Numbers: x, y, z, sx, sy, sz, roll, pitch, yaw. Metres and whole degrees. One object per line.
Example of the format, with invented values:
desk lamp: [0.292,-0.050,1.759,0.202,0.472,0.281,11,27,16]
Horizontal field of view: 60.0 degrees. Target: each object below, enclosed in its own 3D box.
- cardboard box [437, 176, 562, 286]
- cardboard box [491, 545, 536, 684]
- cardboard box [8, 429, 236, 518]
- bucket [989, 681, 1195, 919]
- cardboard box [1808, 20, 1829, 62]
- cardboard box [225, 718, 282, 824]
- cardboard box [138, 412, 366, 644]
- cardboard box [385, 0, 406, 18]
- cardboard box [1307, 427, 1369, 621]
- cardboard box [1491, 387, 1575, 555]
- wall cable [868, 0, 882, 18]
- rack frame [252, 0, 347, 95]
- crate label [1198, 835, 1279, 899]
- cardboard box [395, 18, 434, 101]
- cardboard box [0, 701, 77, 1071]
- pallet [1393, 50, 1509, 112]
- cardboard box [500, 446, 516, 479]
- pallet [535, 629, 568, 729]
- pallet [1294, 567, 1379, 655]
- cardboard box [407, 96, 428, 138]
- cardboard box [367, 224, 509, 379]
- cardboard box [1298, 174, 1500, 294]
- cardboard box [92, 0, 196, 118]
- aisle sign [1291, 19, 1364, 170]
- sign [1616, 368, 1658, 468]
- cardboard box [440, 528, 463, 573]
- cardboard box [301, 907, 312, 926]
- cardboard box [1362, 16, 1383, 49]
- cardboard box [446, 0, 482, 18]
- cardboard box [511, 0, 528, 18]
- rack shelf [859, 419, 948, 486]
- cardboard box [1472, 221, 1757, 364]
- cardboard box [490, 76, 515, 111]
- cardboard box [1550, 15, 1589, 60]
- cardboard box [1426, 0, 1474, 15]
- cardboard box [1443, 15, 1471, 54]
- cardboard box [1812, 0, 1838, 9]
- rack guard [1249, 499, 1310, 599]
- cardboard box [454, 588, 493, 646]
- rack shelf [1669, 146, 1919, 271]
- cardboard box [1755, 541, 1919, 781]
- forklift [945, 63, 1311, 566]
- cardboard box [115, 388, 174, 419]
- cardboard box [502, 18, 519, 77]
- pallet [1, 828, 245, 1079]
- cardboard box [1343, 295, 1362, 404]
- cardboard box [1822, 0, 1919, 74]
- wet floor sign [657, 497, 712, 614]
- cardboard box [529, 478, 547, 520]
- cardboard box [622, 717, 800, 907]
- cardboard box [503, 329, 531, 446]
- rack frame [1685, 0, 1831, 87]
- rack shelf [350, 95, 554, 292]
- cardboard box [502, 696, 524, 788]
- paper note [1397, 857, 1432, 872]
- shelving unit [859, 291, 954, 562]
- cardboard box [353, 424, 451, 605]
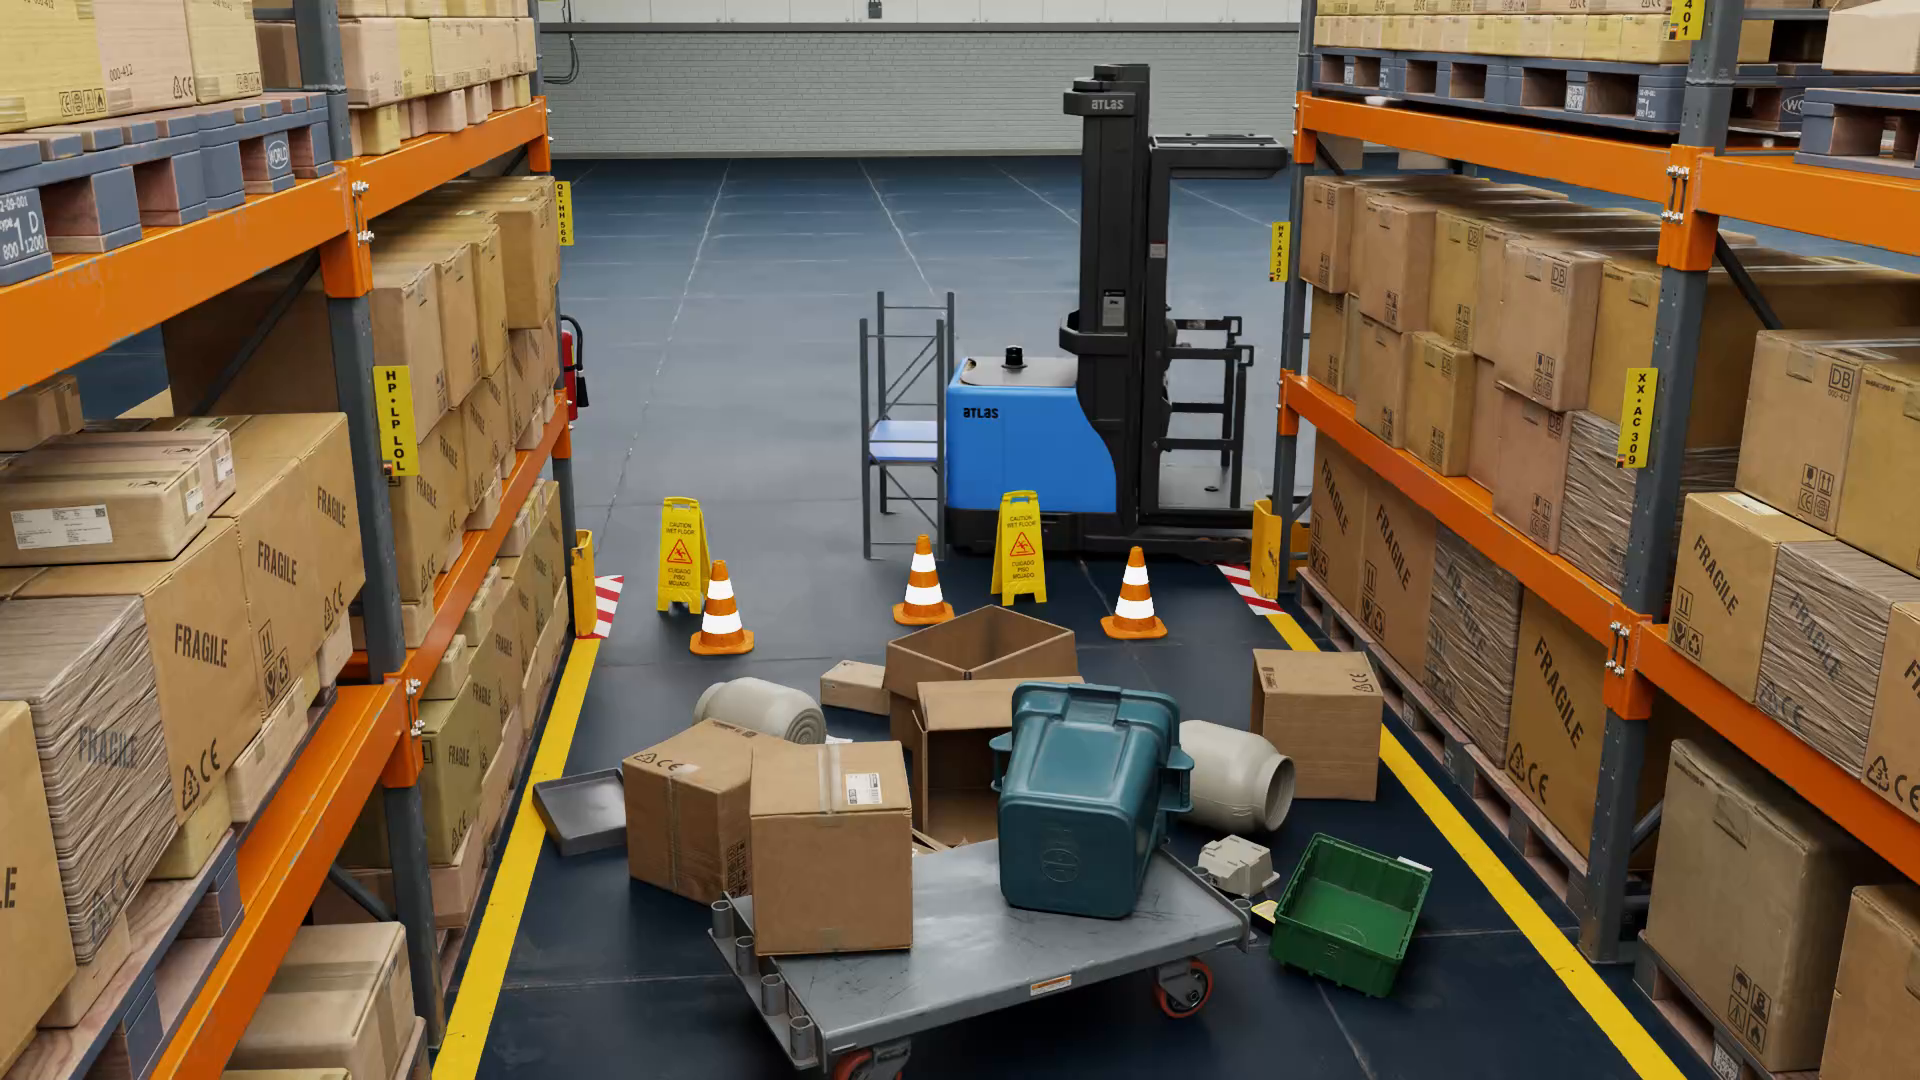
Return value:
cardboard box: [-2.332,-1.487,8.073,0.700,0.500,0.500,-2,18,-7]
cardboard box: [-2.158,0.325,7.273,0.500,0.500,0.500,-2,18,-7]
cardboard box: [-1.833,-0.138,3.661,0.380,0.149,0.250,-2,18,-7]
bucket: [0.416,0.910,5.697,0.726,0.611,0.620,4,28,13]
cardboard box: [3.024,-1.635,5.422,0.380,0.149,0.250,-2,18,-7]
cardboard box: [-1.760,0.521,3.728,0.380,0.149,0.250,-2,18,-5]
cardboard box: [-1.914,-0.033,4.411,0.500,0.500,0.500,-2,18,-7]
cardboard box: [-1.972,-1.725,5.245,0.380,0.149,0.250,-2,18,-7]
cardboard box: [2.447,-0.135,8.947,0.875,0.875,0.875,-2,18,-5]
cardboard box: [2.594,-0.301,6.379,0.875,0.550,0.550,-2,18,-6]
wall cable: [-1.002,-15.206,38.411,2.305,6.003,0.169,-2,18,-6]
rack frame: [-2.190,-2.636,4.051,1.000,3.000,0.127,-2,18,-6]
crate label: [1.061,1.259,6.438,0.250,0.136,0.298,16,24,42]
cardboard box: [-2.025,-1.568,5.411,0.500,0.250,0.500,-2,18,-6]
cardboard box: [-1.716,0.574,2.478,0.500,0.500,0.500,-1,17,-5]
pallet: [2.527,-1.953,7.029,1.003,0.211,1.213,-2,18,-6]
cardboard box: [-2.149,-0.362,7.242,0.380,0.149,0.250,-2,18,-6]
pallet: [-2.546,0.630,8.316,1.003,0.211,1.213,-2,18,-6]
pallet: [2.471,0.418,8.995,1.003,0.211,1.213,-2,18,-6]
cardboard box: [-2.088,-1.492,5.832,0.380,0.149,0.250,-2,18,-7]
cardboard box: [-2.075,-0.882,6.145,0.700,0.500,0.500,-2,18,-7]
cardboard box: [2.311,-1.624,8.788,0.875,0.550,0.550,-2,18,-6]
cardboard box: [-1.938,-1.013,3.439,0.500,0.250,0.500,-2,17,-5]
aisle sign: [2.005,-2.401,8.977,0.394,0.787,0.004,-2,18,-6]
sign: [2.172,-0.390,5.335,0.100,0.325,0.005,-2,18,-6]
cardboard box: [-2.029,0.016,6.039,0.380,0.149,0.250,-1,17,-4]
cardboard box: [-2.518,1.170,5.833,0.500,0.250,0.500,-1,17,-3]
cardboard box: [2.106,-2.370,7.762,0.380,0.149,0.250,-2,18,-5]
cardboard box: [-2.082,-2.110,6.470,0.380,0.149,0.250,-1,17,-4]
cardboard box: [-2.274,-2.566,7.922,0.380,0.149,0.250,-2,18,-5]
rack shelf: [-0.317,-0.572,10.596,0.538,0.185,1.000,1,17,3]
cardboard box: [2.628,-0.980,6.738,0.875,0.550,0.550,-2,18,-6]
cardboard box: [-2.235,-2.026,7.534,0.380,0.149,0.250,-1,17,-4]
cardboard box: [2.314,-1.767,5.841,0.380,0.149,0.250,-2,17,-5]
cardboard box: [2.263,-2.296,6.859,0.500,0.250,0.500,-2,18,-6]
cardboard box: [2.210,-2.070,6.805,0.380,0.149,0.250,-2,18,-6]
cardboard box: [2.952,-1.861,5.475,0.500,0.250,0.500,-2,18,-5]
rack guard: [2.308,0.037,9.726,1.175,0.500,0.348,-2,18,-6]
cardboard box: [-1.990,0.294,6.287,0.380,0.149,0.250,-1,17,-4]
rack shelf: [2.930,-0.449,3.293,1.077,0.370,4.000,-2,18,-6]
cardboard box: [2.563,0.311,4.513,0.500,0.500,0.500,-2,18,-5]
forklift: [1.452,-1.407,10.267,3.031,2.935,1.130,2,17,5]
cardboard box: [-2.543,-0.241,5.775,0.500,0.500,0.500,-1,17,-4]
cardboard box: [-2.244,-2.173,7.336,0.500,0.250,0.500,-2,18,-6]
pallet: [-2.022,0.921,3.057,1.003,0.211,1.213,-2,18,-6]
cardboard box: [2.473,-0.948,8.438,0.875,0.550,0.550,-2,18,-6]
cardboard box: [2.537,-1.385,4.428,0.258,0.266,0.396,-2,18,-7]
wet floor sign: [-1.558,0.068,9.384,0.267,0.644,0.232,4,18,13]
cardboard box: [-2.156,-0.184,7.808,0.380,0.149,0.250,-1,17,-4]
cardboard box: [-0.947,1.056,6.474,0.500,0.500,0.500,11,21,32]
cardboard box: [-2.177,-0.704,7.247,0.500,0.500,0.500,-2,18,-6]
rack frame: [2.724,-2.819,4.634,1.000,3.000,0.127,-2,18,-6]
rack shelf: [-2.396,-1.458,6.506,1.077,0.370,4.000,-2,18,-6]
cardboard box: [-2.106,0.837,6.893,0.500,0.250,0.500,-2,18,-6]
paper note: [1.753,1.287,6.526,0.142,0.020,0.147,16,24,42]
shelving unit: [-0.317,-0.744,10.542,0.538,1.500,1.048,1,17,3]
cardboard box: [-1.958,-0.103,5.335,0.500,0.500,0.500,-2,18,-6]
